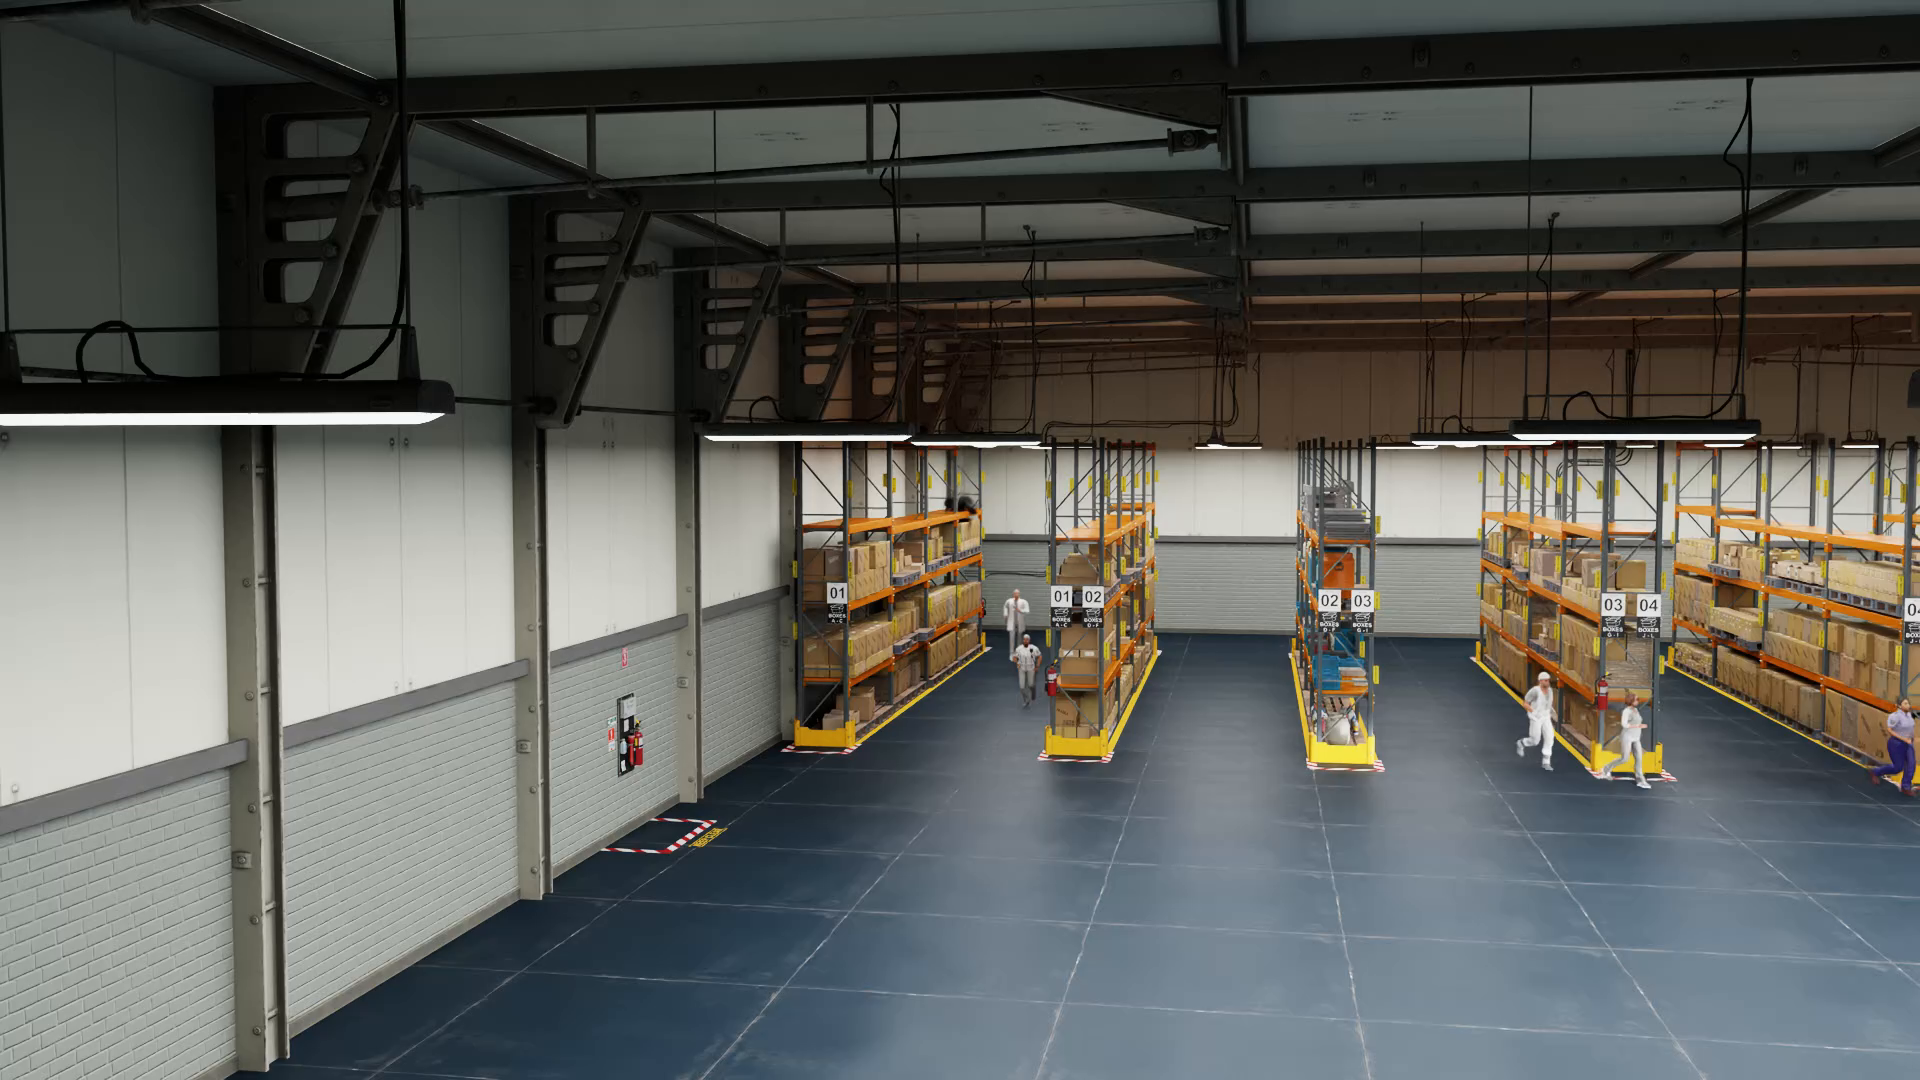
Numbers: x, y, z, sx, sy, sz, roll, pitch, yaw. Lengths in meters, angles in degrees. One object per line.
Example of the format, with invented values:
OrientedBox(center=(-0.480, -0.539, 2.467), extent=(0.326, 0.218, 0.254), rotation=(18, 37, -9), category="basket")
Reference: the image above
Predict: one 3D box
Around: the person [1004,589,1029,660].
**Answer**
OrientedBox(center=(1.481, 2.213, 43.798), extent=(0.689, 1.823, 0.924), rotation=(0, 3, 6), category="person")

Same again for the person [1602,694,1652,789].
OrientedBox(center=(11.413, 3.397, 28.333), extent=(0.573, 1.568, 0.891), rotation=(-2, 4, -39), category="person")

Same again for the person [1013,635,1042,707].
OrientedBox(center=(1.505, 2.940, 37.402), extent=(0.661, 1.633, 0.536), rotation=(0, 3, 9), category="person")

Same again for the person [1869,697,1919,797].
OrientedBox(center=(15.749, 3.450, 27.921), extent=(0.613, 1.640, 0.753), rotation=(-2, 3, -29), category="person")

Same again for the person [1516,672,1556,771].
OrientedBox(center=(10.505, 3.258, 30.205), extent=(0.681, 1.756, 0.969), rotation=(-1, 3, -21), category="person")
